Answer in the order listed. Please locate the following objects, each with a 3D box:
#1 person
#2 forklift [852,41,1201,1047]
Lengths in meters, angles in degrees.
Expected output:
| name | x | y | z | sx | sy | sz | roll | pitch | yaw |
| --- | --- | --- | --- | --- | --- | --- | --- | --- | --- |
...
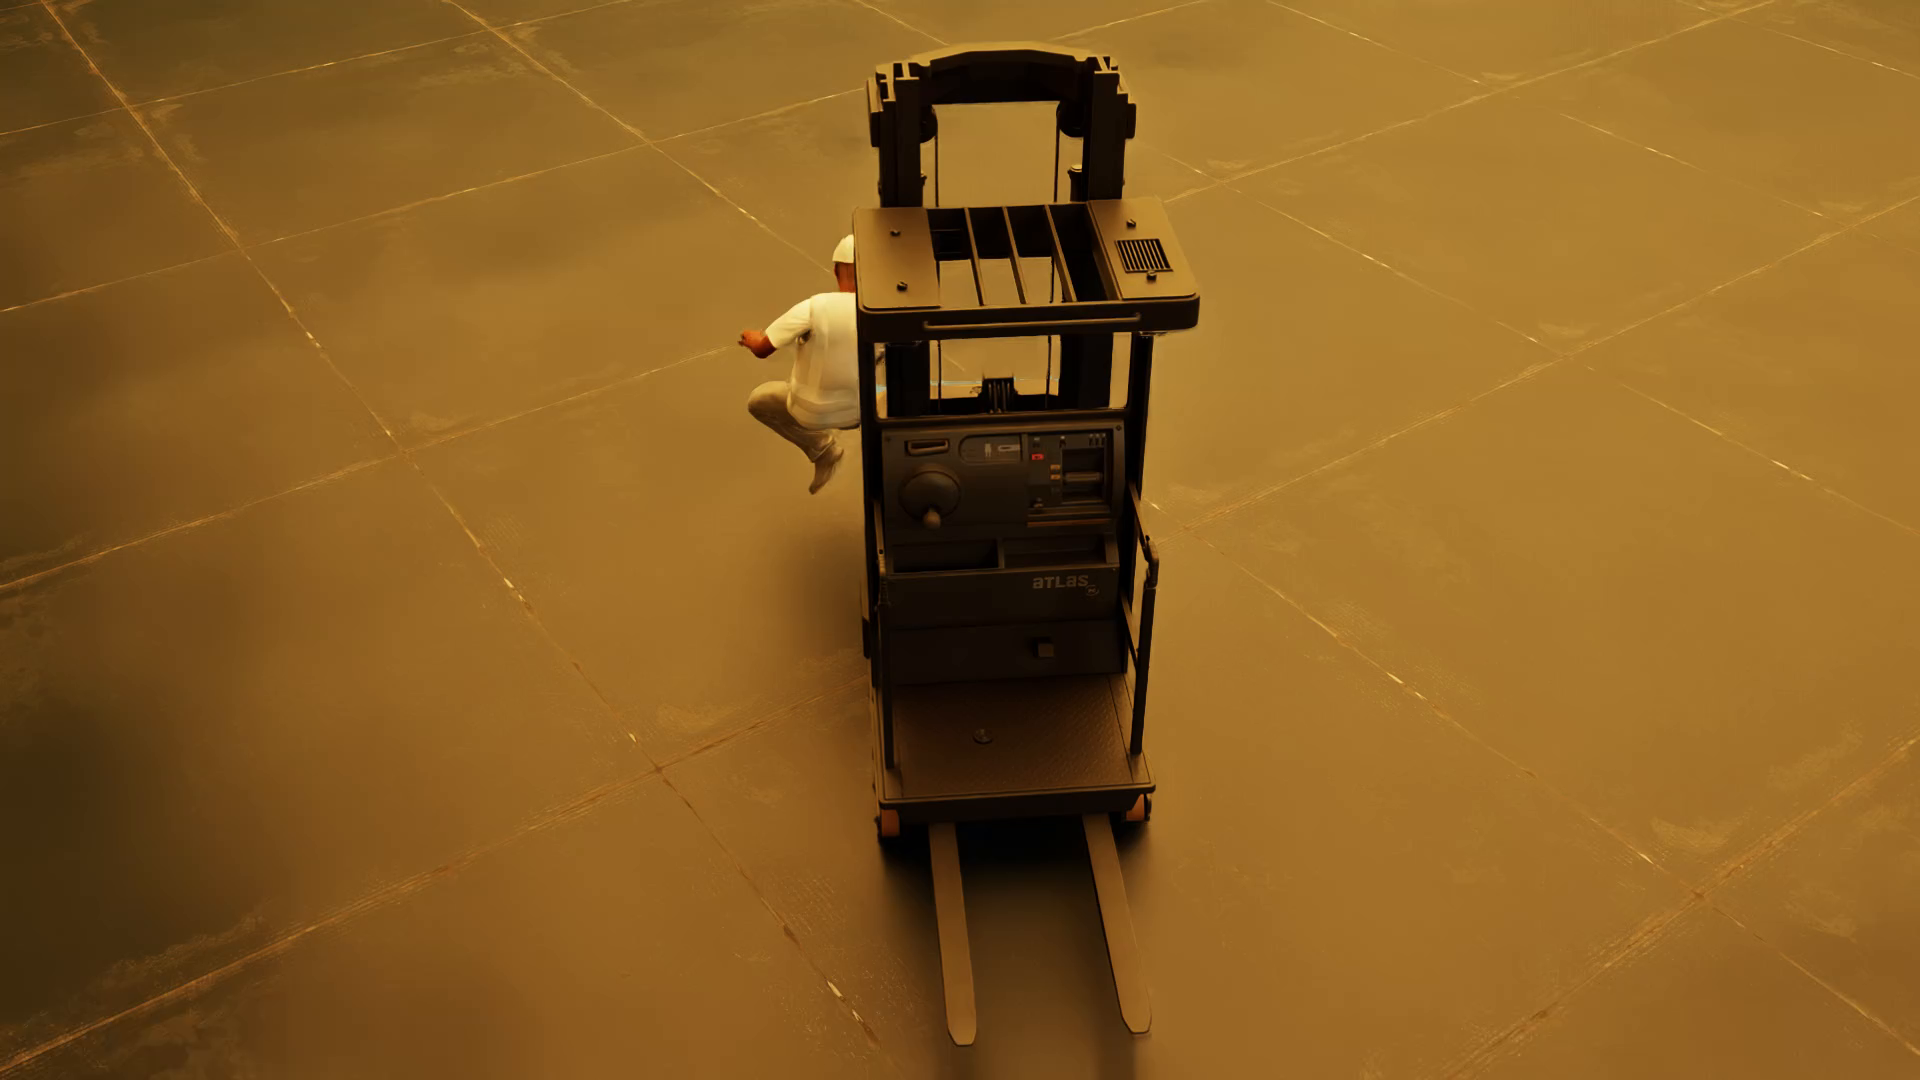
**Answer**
| name | x | y | z | sx | sy | sz | roll | pitch | yaw |
| --- | --- | --- | --- | --- | --- | --- | --- | --- | --- |
| person | -0.645 | -0.868 | 8.299 | 0.868 | 1.539 | 0.832 | -13 | 38 | -17 |
| forklift | 0.188 | -0.181 | 6.189 | 1.130 | 2.935 | 3.031 | -3 | 37 | -4 |
